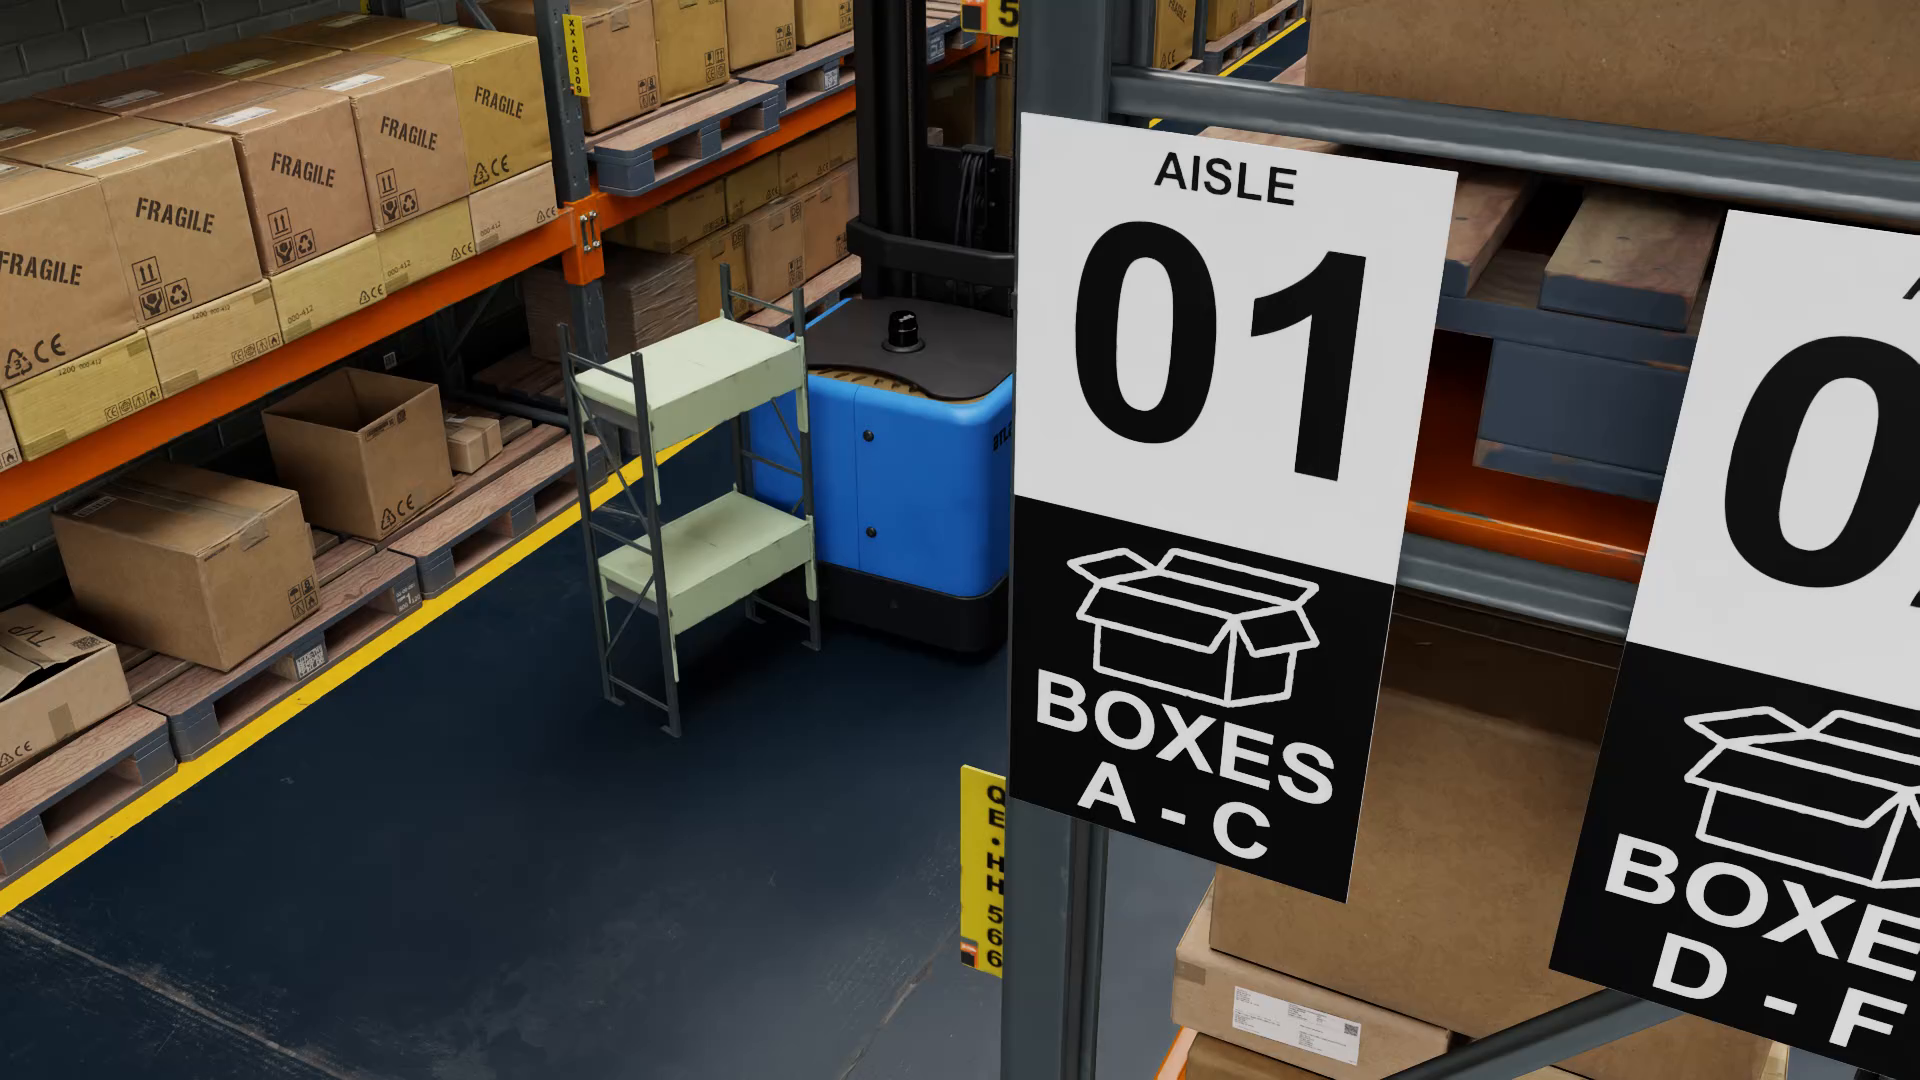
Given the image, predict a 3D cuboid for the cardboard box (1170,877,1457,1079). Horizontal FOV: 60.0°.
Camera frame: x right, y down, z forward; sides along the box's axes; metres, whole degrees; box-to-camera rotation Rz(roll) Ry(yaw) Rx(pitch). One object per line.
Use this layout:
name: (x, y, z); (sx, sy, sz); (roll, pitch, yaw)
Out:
cardboard box: (0.528, 0.624, 2.399); (0.380, 0.149, 0.250); (14, 33, 22)

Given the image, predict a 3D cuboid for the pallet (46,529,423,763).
pallet: (-2.895, 0.324, 6.474); (1.003, 0.211, 1.213); (14, 33, 23)

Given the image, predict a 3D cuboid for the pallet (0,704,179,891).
pallet: (-3.452, 0.863, 5.536); (1.003, 0.211, 1.213); (14, 33, 23)

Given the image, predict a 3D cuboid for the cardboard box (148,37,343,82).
cardboard box: (-2.705, -1.613, 6.425); (0.500, 0.500, 0.500); (14, 33, 23)

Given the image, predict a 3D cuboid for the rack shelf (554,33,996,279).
rack shelf: (-1.155, -2.309, 8.981); (1.077, 0.370, 4.000); (14, 33, 23)

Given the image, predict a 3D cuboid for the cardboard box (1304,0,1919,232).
cardboard box: (0.789, -0.681, 1.745); (0.797, 0.503, 0.637); (17, 34, 27)

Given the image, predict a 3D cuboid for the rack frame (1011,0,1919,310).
rack frame: (0.523, -1.440, 0.722); (1.000, 3.000, 0.127); (14, 33, 23)

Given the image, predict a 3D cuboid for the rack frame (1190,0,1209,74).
rack frame: (1.578, -5.281, 13.433); (1.000, 3.000, 0.127); (14, 33, 23)

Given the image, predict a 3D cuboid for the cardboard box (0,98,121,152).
cardboard box: (-3.164, -1.161, 5.637); (0.500, 0.500, 0.500); (15, 33, 24)

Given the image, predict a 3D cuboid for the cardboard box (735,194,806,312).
cardboard box: (-1.286, -1.628, 9.142); (0.700, 0.500, 0.500); (15, 33, 24)

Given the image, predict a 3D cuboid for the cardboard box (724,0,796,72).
cardboard box: (-1.271, -2.731, 8.452); (0.700, 0.500, 0.500); (19, 35, 30)

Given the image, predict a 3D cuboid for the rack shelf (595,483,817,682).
rack shelf: (-0.935, 0.142, 6.151); (0.431, 0.370, 0.720); (22, 37, 33)

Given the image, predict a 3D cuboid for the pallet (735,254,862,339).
pallet: (-1.158, -1.413, 9.499); (1.003, 0.211, 1.213); (14, 33, 23)

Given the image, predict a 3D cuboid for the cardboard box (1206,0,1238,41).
cardboard box: (2.010, -4.687, 14.488); (0.700, 0.500, 0.500); (15, 33, 24)

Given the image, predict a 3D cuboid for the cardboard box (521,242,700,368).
cardboard box: (-1.746, -1.171, 8.345); (0.700, 0.500, 0.500); (15, 33, 25)

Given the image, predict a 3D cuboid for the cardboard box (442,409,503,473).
cardboard box: (-2.283, -0.452, 7.429); (0.380, 0.166, 0.250); (10, 31, 17)

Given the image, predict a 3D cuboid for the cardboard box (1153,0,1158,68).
cardboard box: (0.996, -3.818, 12.624); (0.750, 0.750, 0.750); (15, 33, 25)

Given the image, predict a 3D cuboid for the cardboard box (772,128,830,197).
cardboard box: (-1.071, -2.141, 9.281); (0.500, 0.250, 0.500); (14, 33, 23)

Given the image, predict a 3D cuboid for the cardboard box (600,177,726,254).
cardboard box: (-1.548, -1.692, 8.500); (0.500, 0.250, 0.500); (14, 33, 22)

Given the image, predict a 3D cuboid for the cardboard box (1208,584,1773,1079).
cardboard box: (0.771, 0.328, 2.264); (0.700, 0.500, 0.500); (14, 33, 23)

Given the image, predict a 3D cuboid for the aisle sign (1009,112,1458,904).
aisle sign: (0.232, -0.004, 1.633); (0.394, 0.787, 0.004); (14, 33, 23)

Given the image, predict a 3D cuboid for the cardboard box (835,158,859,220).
cardboard box: (-0.864, -2.081, 9.930); (0.700, 0.500, 0.500); (14, 33, 23)

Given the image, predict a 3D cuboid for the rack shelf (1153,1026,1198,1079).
rack shelf: (1.434, 0.587, 3.939); (1.077, 0.370, 4.000); (14, 33, 23)

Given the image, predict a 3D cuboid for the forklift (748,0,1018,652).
forklift: (0.279, -1.552, 7.010); (1.130, 2.935, 3.031); (14, 33, 23)

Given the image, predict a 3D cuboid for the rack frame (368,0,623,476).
rack frame: (-2.066, -1.734, 7.258); (1.000, 3.000, 0.127); (14, 33, 23)

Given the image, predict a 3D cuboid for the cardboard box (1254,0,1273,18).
cardboard box: (2.478, -5.136, 15.270); (0.700, 0.500, 0.500); (15, 33, 24)

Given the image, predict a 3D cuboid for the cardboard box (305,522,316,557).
cardboard box: (-2.813, 0.016, 6.631); (0.380, 0.149, 0.250); (12, 32, 19)

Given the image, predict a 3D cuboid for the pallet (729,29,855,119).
pallet: (-1.109, -2.537, 8.849); (1.003, 0.211, 1.213); (14, 33, 23)

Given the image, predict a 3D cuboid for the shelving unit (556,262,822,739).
shelving unit: (-0.935, -0.140, 5.989); (0.431, 1.500, 0.755); (22, 37, 33)

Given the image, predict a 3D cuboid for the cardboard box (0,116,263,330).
cardboard box: (-2.704, -1.049, 5.442); (0.500, 0.500, 0.500); (15, 33, 25)

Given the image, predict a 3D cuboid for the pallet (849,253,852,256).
pallet: (-0.601, -1.952, 10.437); (1.003, 0.211, 1.213); (14, 33, 23)

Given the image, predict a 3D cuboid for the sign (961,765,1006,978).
sign: (0.047, 0.427, 2.093); (0.100, 0.325, 0.005); (14, 33, 23)

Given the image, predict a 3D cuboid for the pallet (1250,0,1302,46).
pallet: (2.549, -4.933, 15.629); (1.003, 0.211, 1.213); (14, 33, 23)

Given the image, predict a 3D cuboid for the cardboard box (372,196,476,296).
cardboard box: (-2.246, -1.180, 6.423); (0.500, 0.250, 0.500); (14, 33, 23)

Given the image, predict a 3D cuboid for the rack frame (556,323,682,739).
rack frame: (-1.167, 0.000, 5.743); (0.400, 1.500, 0.023); (22, 37, 33)

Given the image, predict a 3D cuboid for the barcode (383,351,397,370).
barcode: (-2.526, -0.795, 7.369); (0.001, 0.075, 0.075); (14, 33, 23)

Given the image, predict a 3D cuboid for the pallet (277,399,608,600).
pallet: (-2.341, -0.219, 7.419); (1.003, 0.211, 1.213); (14, 33, 23)

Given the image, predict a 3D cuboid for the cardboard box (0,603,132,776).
cardboard box: (-3.233, 0.475, 5.668); (0.500, 0.311, 0.500); (17, 34, 27)

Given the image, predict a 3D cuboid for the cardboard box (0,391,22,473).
cardboard box: (-3.160, -0.282, 4.860); (0.500, 0.250, 0.500); (13, 32, 22)

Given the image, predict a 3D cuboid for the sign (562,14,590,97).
sign: (-1.580, -1.990, 6.833); (0.100, 0.325, 0.005); (14, 33, 23)

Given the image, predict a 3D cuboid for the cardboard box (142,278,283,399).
cardboard box: (-2.690, -0.730, 5.640); (0.500, 0.250, 0.500); (15, 33, 24)

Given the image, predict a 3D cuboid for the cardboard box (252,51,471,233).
cardboard box: (-2.228, -1.501, 6.228); (0.500, 0.500, 0.500); (14, 33, 23)

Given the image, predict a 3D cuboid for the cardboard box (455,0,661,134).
cardboard box: (-1.804, -2.186, 7.502); (0.700, 0.500, 0.500); (14, 33, 23)
